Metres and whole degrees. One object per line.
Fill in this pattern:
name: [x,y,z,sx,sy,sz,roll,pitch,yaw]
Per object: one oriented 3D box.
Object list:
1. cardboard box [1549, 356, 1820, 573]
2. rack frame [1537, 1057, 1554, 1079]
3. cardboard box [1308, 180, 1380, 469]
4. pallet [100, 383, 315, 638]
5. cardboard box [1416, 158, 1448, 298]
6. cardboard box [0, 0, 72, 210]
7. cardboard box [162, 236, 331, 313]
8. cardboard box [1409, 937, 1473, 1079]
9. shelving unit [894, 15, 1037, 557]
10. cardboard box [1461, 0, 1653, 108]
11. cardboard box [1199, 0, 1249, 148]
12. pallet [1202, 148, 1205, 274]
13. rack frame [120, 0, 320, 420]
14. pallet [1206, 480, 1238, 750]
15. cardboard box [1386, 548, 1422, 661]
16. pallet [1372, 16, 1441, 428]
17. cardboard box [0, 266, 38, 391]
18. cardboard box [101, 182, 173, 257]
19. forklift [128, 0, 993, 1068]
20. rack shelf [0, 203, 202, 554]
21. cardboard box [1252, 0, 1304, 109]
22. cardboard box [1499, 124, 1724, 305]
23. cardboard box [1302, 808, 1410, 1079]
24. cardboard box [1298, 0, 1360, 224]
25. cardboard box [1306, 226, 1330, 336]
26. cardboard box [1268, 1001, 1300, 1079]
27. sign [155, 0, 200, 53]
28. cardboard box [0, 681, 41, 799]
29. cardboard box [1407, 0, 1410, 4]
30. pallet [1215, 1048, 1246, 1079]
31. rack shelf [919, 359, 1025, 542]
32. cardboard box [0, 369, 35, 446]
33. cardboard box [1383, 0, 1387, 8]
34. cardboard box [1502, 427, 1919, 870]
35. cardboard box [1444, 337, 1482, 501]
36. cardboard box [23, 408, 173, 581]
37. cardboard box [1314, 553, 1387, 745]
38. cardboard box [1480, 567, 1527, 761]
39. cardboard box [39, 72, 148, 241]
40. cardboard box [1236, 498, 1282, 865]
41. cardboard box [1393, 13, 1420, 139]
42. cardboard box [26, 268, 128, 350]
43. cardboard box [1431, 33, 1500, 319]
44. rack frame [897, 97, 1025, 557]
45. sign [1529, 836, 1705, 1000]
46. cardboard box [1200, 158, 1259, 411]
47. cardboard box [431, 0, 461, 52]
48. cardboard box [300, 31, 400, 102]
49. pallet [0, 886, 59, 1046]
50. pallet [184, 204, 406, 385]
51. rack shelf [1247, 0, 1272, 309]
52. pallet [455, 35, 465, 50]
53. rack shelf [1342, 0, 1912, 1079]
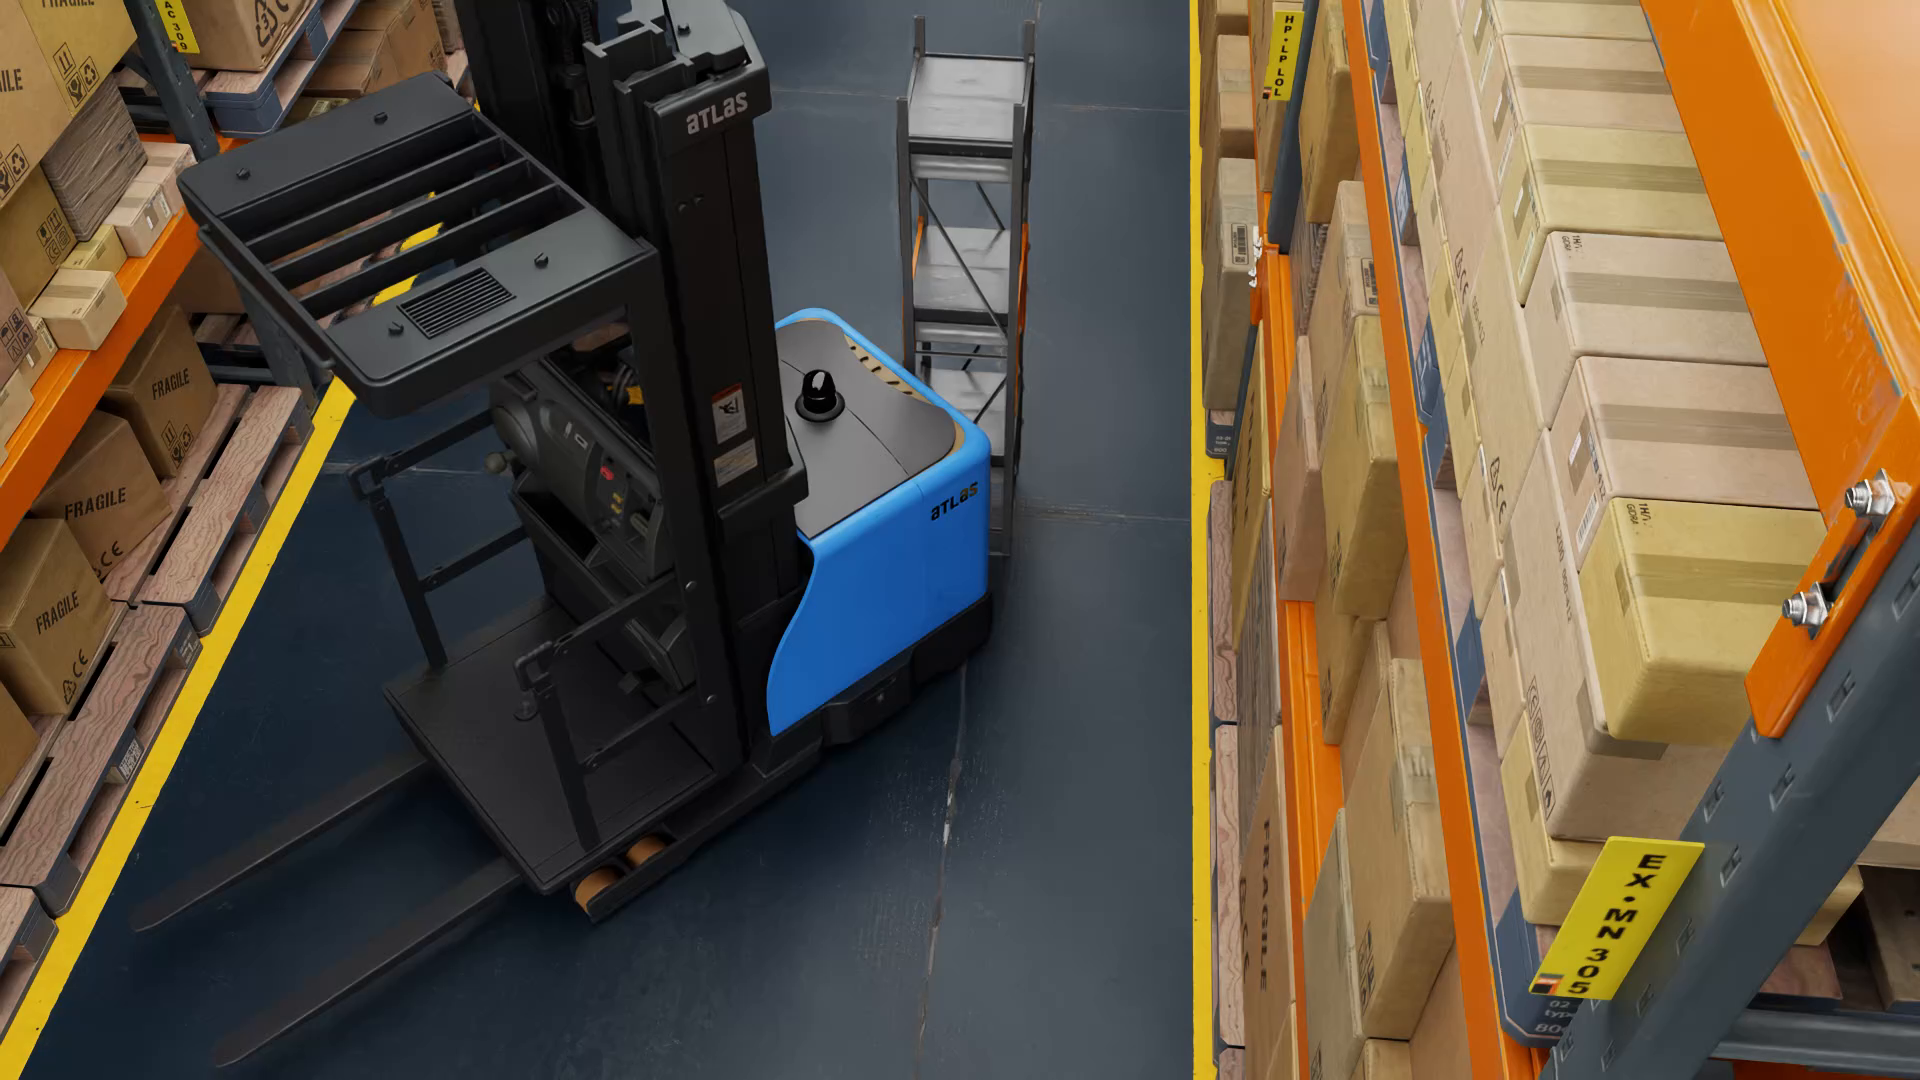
cardboard box: [0.959,-0.082,2.063,0.380,0.149,0.250,4,48,4]
rack frame: [1.242,1.743,3.149,1.000,3.000,0.127,4,48,4]
cardboard box: [1.418,-0.543,4.406,0.875,0.550,0.550,4,48,4]
pallet: [-3.350,-0.167,6.785,1.003,0.211,1.213,4,48,4]
cardboard box: [1.051,-0.560,3.041,0.380,0.149,0.250,4,48,4]
cardboard box: [-3.135,-1.359,5.039,0.500,0.500,0.500,4,48,4]
cardboard box: [-3.247,-1.358,7.381,0.700,0.500,0.500,1,48,1]
cardboard box: [1.314,1.058,2.942,0.875,0.550,0.550,4,48,4]
shelving unit: [0.026,-0.837,6.118,0.431,2.100,0.503,4,48,4]
cardboard box: [1.051,-0.833,2.750,0.380,0.149,0.250,3,48,3]
cardboard box: [1.749,-2.434,8.209,1.050,0.750,0.750,5,48,4]
pallet: [1.710,-1.726,8.211,1.003,0.211,1.213,4,48,4]
rack frame: [-3.324,-1.604,6.210,1.000,3.000,0.127,4,48,4]
pallet: [1.459,0.299,6.360,1.003,0.211,1.213,4,48,4]
cardboard box: [1.459,0.246,3.685,0.875,0.550,0.550,4,48,4]
pallet: [1.407,-0.684,3.396,1.003,0.211,1.213,4,48,4]
cardboard box: [-3.452,-0.672,5.089,0.875,0.500,0.500,4,48,4]
cardboard box: [-3.083,-1.158,5.973,0.380,0.149,0.250,4,48,4]
forklift: [-1.321,-0.164,4.939,3.031,2.935,1.130,-33,55,-26]
rack shelf: [-3.506,0.109,5.131,1.077,0.370,4.000,4,48,4]
cardboard box: [1.434,-2.002,6.507,0.500,0.500,0.500,3,48,3]
cardboard box: [1.004,-0.461,2.410,0.380,0.149,0.250,5,48,4]
cardboard box: [1.259,1.011,3.716,0.875,0.550,0.550,4,48,4]
cardboard box: [1.538,-1.342,5.137,0.875,0.550,0.550,4,48,4]
cardboard box: [1.557,-0.569,5.162,0.875,0.550,0.550,4,48,4]
cardboard box: [1.238,1.816,4.237,0.875,0.875,0.875,4,48,4]
sign: [-2.783,-1.865,5.862,0.100,0.325,0.005,4,48,4]
cardboard box: [-3.519,0.679,5.531,0.500,0.500,0.500,8,48,7]
cardboard box: [1.193,-1.351,3.494,0.500,0.250,0.500,3,48,3]
pallet: [1.237,2.092,4.720,1.003,0.211,1.213,4,48,4]
rack shelf: [0.026,-0.355,6.645,0.431,0.518,0.480,4,48,4]
cardboard box: [-3.214,-0.426,5.303,0.380,0.149,0.250,4,48,4]
cardboard box: [1.144,-1.306,3.723,0.380,0.149,0.250,3,48,3]
cardboard box: [1.008,0.127,2.142,0.500,0.250,0.500,4,48,4]
cardboard box: [1.005,-0.186,2.699,0.380,0.149,0.250,4,48,4]
cardboard box: [-3.445,-0.189,6.326,0.500,0.500,0.500,18,50,16]
cardboard box: [1.442,0.216,4.444,0.875,0.550,0.500,4,48,4]
cardboard box: [0.958,0.188,2.356,0.380,0.149,0.250,4,48,4]
cardboard box: [-3.427,-1.411,5.765,0.875,0.500,0.500,4,48,4]
cardboard box: [1.401,0.500,5.442,0.875,0.875,0.875,4,48,4]
cardboard box: [1.096,-0.937,3.385,0.380,0.149,0.250,4,48,4]
cardboard box: [-3.077,-0.787,5.633,0.380,0.149,0.250,4,48,4]
cardboard box: [1.101,-0.609,2.815,0.500,0.250,0.500,4,48,3]
rack frame: [0.003,-0.658,5.954,0.400,2.100,0.015,4,48,4]
sign: [0.703,0.412,1.787,0.100,0.325,0.005,4,48,4]
cardboard box: [1.573,-1.041,6.935,1.050,0.750,0.750,4,48,3]
cardboard box: [-3.038,-2.946,8.833,0.700,0.500,0.500,0,48,0]
cardboard box: [-3.134,-2.119,8.077,0.700,0.500,0.500,0,48,0]
pallet: [-3.572,1.626,5.145,1.003,0.211,1.213,4,48,4]
pallet: [-3.254,-1.235,7.762,1.003,0.211,1.213,4,48,4]
rack shelf: [1.788,-2.423,7.447,1.077,0.370,4.000,4,48,4]
pallet: [-3.032,-3.028,9.402,1.003,0.211,1.213,4,48,4]
rack shelf: [1.424,-0.544,3.599,0.831,0.071,3.687,4,48,4]
